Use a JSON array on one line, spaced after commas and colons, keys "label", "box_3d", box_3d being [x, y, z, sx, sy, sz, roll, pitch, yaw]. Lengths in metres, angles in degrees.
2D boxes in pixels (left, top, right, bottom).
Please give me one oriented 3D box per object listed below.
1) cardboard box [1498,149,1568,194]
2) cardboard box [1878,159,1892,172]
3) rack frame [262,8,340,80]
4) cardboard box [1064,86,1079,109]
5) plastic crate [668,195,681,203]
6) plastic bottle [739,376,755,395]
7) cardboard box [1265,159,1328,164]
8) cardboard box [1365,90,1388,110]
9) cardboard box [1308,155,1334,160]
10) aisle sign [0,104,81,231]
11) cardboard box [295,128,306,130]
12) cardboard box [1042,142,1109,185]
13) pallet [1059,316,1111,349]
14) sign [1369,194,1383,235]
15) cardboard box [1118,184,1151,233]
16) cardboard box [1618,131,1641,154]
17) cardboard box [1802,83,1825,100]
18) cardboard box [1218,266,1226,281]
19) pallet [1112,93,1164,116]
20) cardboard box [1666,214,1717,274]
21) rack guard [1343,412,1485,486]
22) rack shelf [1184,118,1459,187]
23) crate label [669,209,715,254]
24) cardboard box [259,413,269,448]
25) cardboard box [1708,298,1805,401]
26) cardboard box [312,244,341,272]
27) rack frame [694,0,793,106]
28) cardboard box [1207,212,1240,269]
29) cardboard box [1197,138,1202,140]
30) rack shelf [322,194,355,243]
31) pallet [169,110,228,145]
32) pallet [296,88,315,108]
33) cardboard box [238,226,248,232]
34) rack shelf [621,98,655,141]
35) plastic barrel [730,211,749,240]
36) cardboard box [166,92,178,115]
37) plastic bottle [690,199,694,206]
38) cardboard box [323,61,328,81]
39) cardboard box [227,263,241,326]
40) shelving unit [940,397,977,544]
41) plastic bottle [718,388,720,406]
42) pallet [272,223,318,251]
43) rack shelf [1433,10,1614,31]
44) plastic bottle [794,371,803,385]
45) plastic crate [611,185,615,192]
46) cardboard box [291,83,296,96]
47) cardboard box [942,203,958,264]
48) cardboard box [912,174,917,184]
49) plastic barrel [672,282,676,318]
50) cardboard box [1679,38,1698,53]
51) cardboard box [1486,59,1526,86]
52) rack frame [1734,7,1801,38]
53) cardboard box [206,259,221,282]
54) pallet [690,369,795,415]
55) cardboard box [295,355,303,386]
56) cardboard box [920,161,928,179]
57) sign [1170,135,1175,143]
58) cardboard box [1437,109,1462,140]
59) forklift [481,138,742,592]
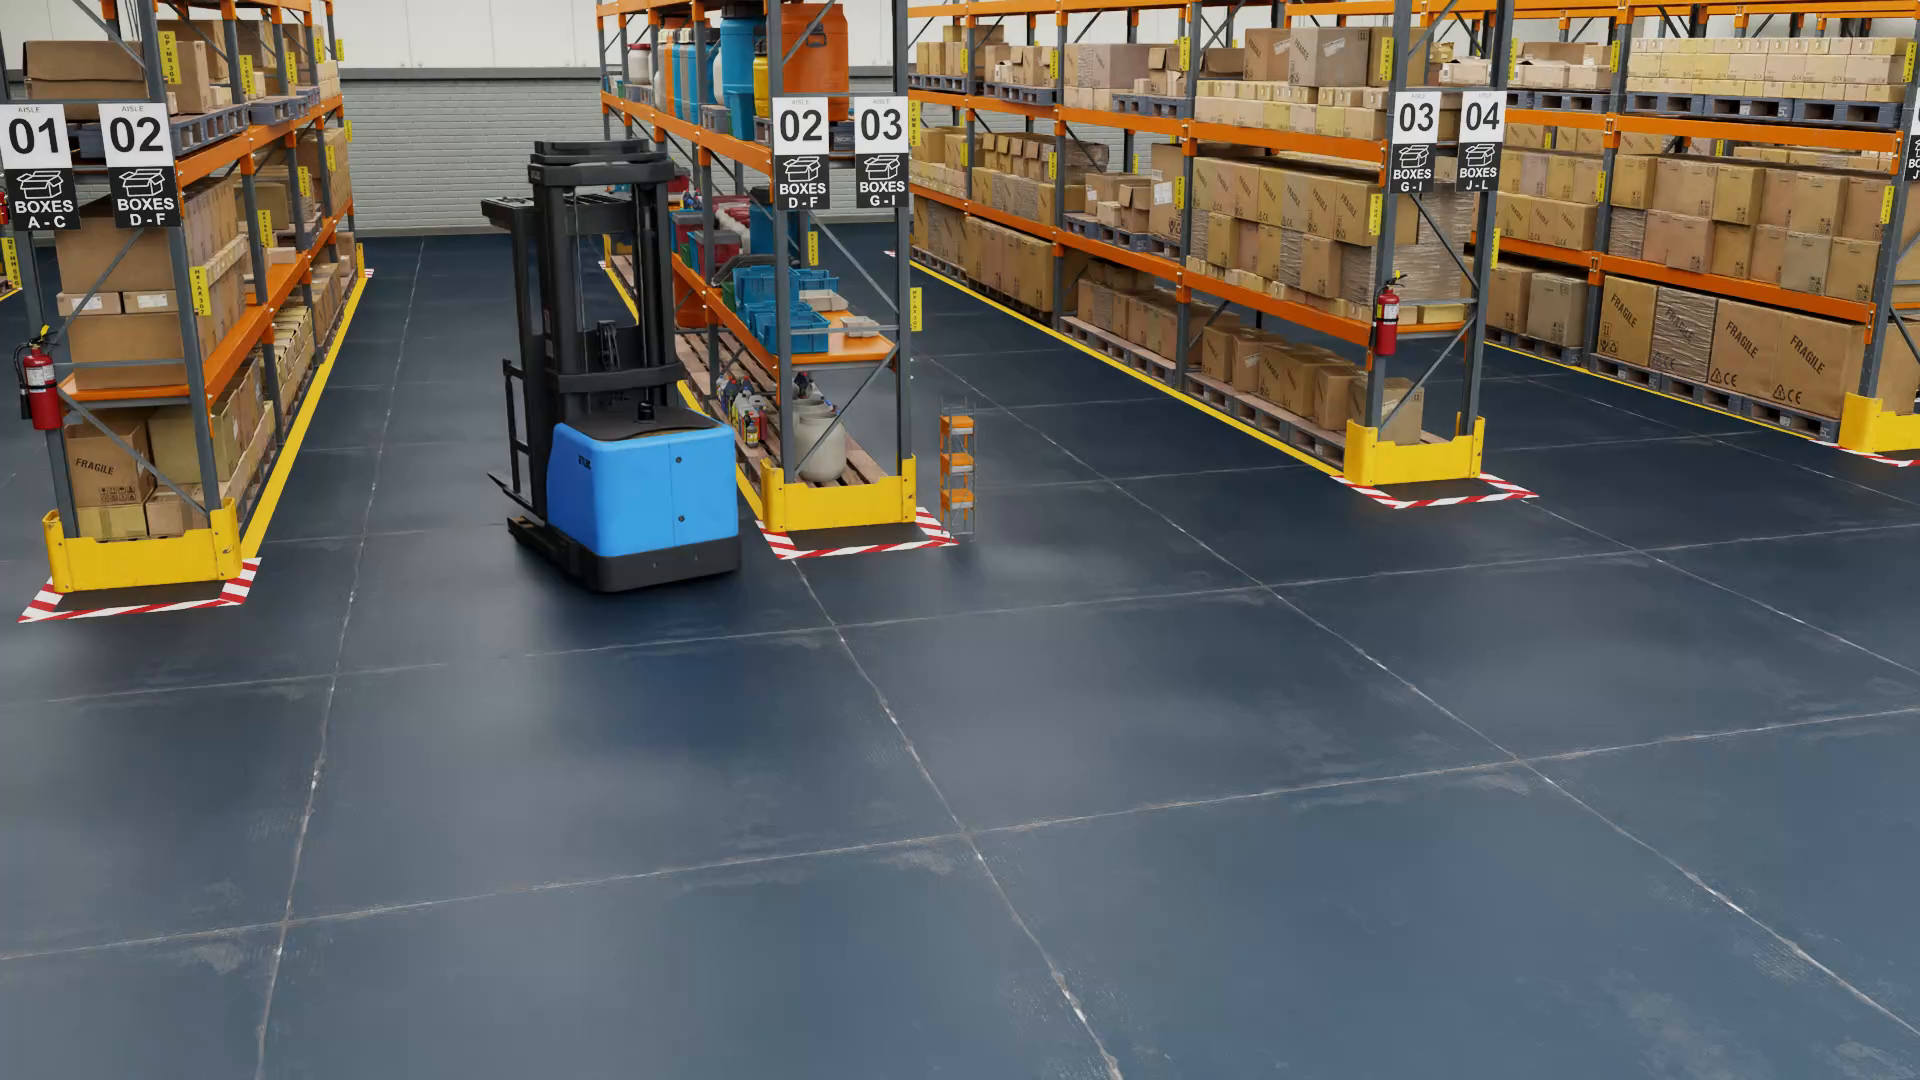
[{"label": "cardboard box", "box_3d": [7.029, -4.513, 20.352, 0.700, 0.500, 0.500, -5, 17, -16]}, {"label": "cardboard box", "box_3d": [11.837, -4.486, 20.750, 0.500, 0.500, 0.500, -5, 17, -15]}, {"label": "rack frame", "box_3d": [-10.030, -8.474, 25.021, 1.000, 3.000, 0.127, -5, 17, -15]}, {"label": "cardboard box", "box_3d": [1.579, -5.385, 20.212, 0.500, 0.250, 0.500, -4, 17, -14]}, {"label": "plastic crate", "box_3d": [-4.158, -4.928, 23.997, 0.396, 0.136, 0.243, -5, 17, -15]}, {"label": "plastic bottle", "box_3d": [-2.007, -1.370, 15.638, 0.144, 0.351, 0.185, -5, 17, -15]}, {"label": "cardboard box", "box_3d": [3.320, -3.492, 16.435, 0.500, 0.500, 0.500, -5, 17, -15]}, {"label": "cardboard box", "box_3d": [3.516, -3.565, 13.461, 0.380, 0.149, 0.250, -5, 17, -15]}, {"label": "cardboard box", "box_3d": [5.345, -5.574, 24.466, 0.380, 0.149, 0.250, -5, 17, -16]}, {"label": "aisle sign", "box_3d": [-5.898, -2.379, 10.639, 0.394, 0.787, 0.004, -5, 17, -15]}, {"label": "cardboard box", "box_3d": [-10.162, -5.984, 25.248, 0.500, 0.500, 0.500, -4, 17, -14]}, {"label": "cardboard box", "box_3d": [1.509, -4.902, 21.640, 0.797, 0.503, 0.637, -4, 17, -13]}, {"label": "pallet", "box_3d": [1.907, -2.619, 20.803, 1.003, 0.211, 1.213, -5, 17, -15]}, {"label": "sign", "box_3d": [3.353, -2.625, 13.415, 0.100, 0.325, 0.005, -5, 17, -15]}, {"label": "cardboard box", "box_3d": [2.228, -3.787, 18.935, 0.797, 0.503, 0.637, -3, 17, -10]}, {"label": "cardboard box", "box_3d": [10.418, -6.023, 25.376, 0.500, 0.500, 0.500, -5, 17, -16]}, {"label": "cardboard box", "box_3d": [8.064, -4.163, 15.416, 0.380, 0.149, 0.250, -5, 17, -15]}, {"label": "cardboard box", "box_3d": [2.793, -2.655, 16.513, 0.380, 0.149, 0.250, -5, 17, -15]}, {"label": "pallet", "box_3d": [2.438, -4.876, 18.584, 1.213, 0.211, 1.003, -5, 17, -15]}, {"label": "cardboard box", "box_3d": [7.911, -3.090, 17.264, 0.875, 0.550, 0.550, -5, 17, -15]}, {"label": "rack guard", "box_3d": [3.872, -0.781, 14.184, 1.175, 0.500, 0.348, -5, 17, -15]}, {"label": "rack shelf", "box_3d": [3.343, -3.603, 15.268, 1.077, 0.370, 4.000, -5, 17, -15]}, {"label": "crate label", "box_3d": [-3.055, -3.500, 18.827, 0.502, 0.435, 0.616, -5, 17, -15]}, {"label": "cardboard box", "box_3d": [-6.267, -0.916, 14.337, 0.500, 0.250, 0.500, -5, 17, -15]}, {"label": "cardboard box", "box_3d": [8.196, -1.931, 16.629, 0.875, 0.875, 0.875, -5, 17, -16]}, {"label": "cardboard box", "box_3d": [-9.452, -4.029, 24.226, 0.797, 0.503, 0.637, -5, 17, -15]}, {"label": "rack frame", "box_3d": [-1.969, -5.546, 15.272, 1.000, 3.000, 0.127, -5, 17, -15]}, {"label": "cardboard box", "box_3d": [2.961, -2.984, 16.481, 0.875, 0.500, 0.500, -5, 17, -15]}, {"label": "cardboard box", "box_3d": [4.305, -7.132, 28.554, 0.500, 0.500, 0.500, -4, 17, -14]}, {"label": "rack shelf", "box_3d": [-9.481, -4.703, 24.146, 1.077, 0.370, 4.000, -5, 17, -15]}, {"label": "pallet", "box_3d": [-6.142, -3.105, 12.516, 1.003, 0.211, 1.213, -5, 17, -15]}, {"label": "pallet", "box_3d": [-8.531, -5.369, 20.223, 1.213, 0.211, 1.003, -5, 17, -15]}, {"label": "cardboard box", "box_3d": [-7.210, -2.828, 16.478, 0.500, 0.500, 0.500, -5, 17, -15]}, {"label": "rack shelf", "box_3d": [-3.618, -5.424, 21.332, 1.077, 0.370, 4.000, -5, 17, -15]}, {"label": "plastic barrel", "box_3d": [-2.223, -3.222, 17.729, 0.433, 0.535, 0.433, 0, 17, 0]}, {"label": "cardboard box", "box_3d": [-5.787, -3.099, 11.805, 0.380, 0.149, 0.250, -5, 17, -15]}, {"label": "plastic bottle", "box_3d": [-3.523, -4.383, 22.054, 0.097, 0.271, 0.097, 0, 17, 0]}, {"label": "cardboard box", "box_3d": [-9.091, -6.530, 23.156, 0.500, 0.250, 0.500, -5, 17, -15]}, {"label": "cardboard box", "box_3d": [-6.453, -2.062, 13.929, 0.700, 0.500, 0.500, -5, 17, -16]}, {"label": "shelving unit", "box_3d": [-0.014, -0.518, 12.350, 0.215, 1.050, 0.252, -5, 17, -15]}, {"label": "plastic bottle", "box_3d": [-2.275, -1.392, 15.972, 0.097, 0.201, 0.097, 0, 17, 0]}, {"label": "pallet", "box_3d": [-8.086, -3.478, 19.151, 1.213, 0.211, 1.003, -5, 17, -15]}, {"label": "rack shelf", "box_3d": [9.574, -8.951, 28.553, 1.077, 0.370, 4.000, -5, 17, -15]}, {"label": "plastic bottle", "box_3d": [-1.515, -1.459, 15.935, 0.144, 0.351, 0.185, -5, 17, -17]}, {"label": "plastic crate", "box_3d": [-5.320, -5.517, 25.958, 0.250, 0.136, 0.298, -5, 17, -15]}, {"label": "cardboard box", "box_3d": [-8.267, -5.276, 19.413, 0.910, 0.500, 0.500, -5, 17, -15]}, {"label": "cardboard box", "box_3d": [0.243, -4.898, 26.508, 0.875, 0.875, 0.875, -5, 17, -15]}, {"label": "cardboard box", "box_3d": [-0.582, -5.997, 27.639, 0.380, 0.149, 0.250, -5, 17, -17]}, {"label": "plastic barrel", "box_3d": [-3.460, -3.072, 21.058, 0.421, 0.512, 0.421, 0, 17, 0]}, {"label": "cardboard box", "box_3d": [7.574, -5.037, 16.940, 0.380, 0.149, 0.250, -5, 17, -16]}, {"label": "cardboard box", "box_3d": [6.757, -5.679, 20.182, 0.500, 0.311, 0.500, -5, 17, -16]}, {"label": "rack frame", "box_3d": [11.223, -7.827, 22.867, 1.000, 3.000, 0.127, -5, 17, -15]}, {"label": "cardboard box", "box_3d": [-5.956, -2.085, 12.877, 0.380, 0.149, 0.250, -5, 17, -15]}, {"label": "pallet", "box_3d": [-2.222, -1.551, 17.249, 1.003, 0.211, 1.213, -5, 17, -15]}, {"label": "cardboard box", "box_3d": [-7.028, -1.723, 17.022, 0.500, 0.250, 0.500, -4, 17, -14]}, {"label": "cardboard box", "box_3d": [-0.348, -6.017, 27.014, 0.500, 0.250, 0.500, -5, 18, -17]}, {"label": "sign", "box_3d": [3.771, -7.119, 29.433, 0.100, 0.325, 0.005, -5, 17, -15]}, {"label": "cardboard box", "box_3d": [4.009, -3.476, 13.857, 0.500, 0.250, 0.500, -4, 17, -14]}, {"label": "forklift", "box_3d": [-2.737, -1.426, 12.105, 1.130, 2.935, 3.031, -10, 20, -31]}]
